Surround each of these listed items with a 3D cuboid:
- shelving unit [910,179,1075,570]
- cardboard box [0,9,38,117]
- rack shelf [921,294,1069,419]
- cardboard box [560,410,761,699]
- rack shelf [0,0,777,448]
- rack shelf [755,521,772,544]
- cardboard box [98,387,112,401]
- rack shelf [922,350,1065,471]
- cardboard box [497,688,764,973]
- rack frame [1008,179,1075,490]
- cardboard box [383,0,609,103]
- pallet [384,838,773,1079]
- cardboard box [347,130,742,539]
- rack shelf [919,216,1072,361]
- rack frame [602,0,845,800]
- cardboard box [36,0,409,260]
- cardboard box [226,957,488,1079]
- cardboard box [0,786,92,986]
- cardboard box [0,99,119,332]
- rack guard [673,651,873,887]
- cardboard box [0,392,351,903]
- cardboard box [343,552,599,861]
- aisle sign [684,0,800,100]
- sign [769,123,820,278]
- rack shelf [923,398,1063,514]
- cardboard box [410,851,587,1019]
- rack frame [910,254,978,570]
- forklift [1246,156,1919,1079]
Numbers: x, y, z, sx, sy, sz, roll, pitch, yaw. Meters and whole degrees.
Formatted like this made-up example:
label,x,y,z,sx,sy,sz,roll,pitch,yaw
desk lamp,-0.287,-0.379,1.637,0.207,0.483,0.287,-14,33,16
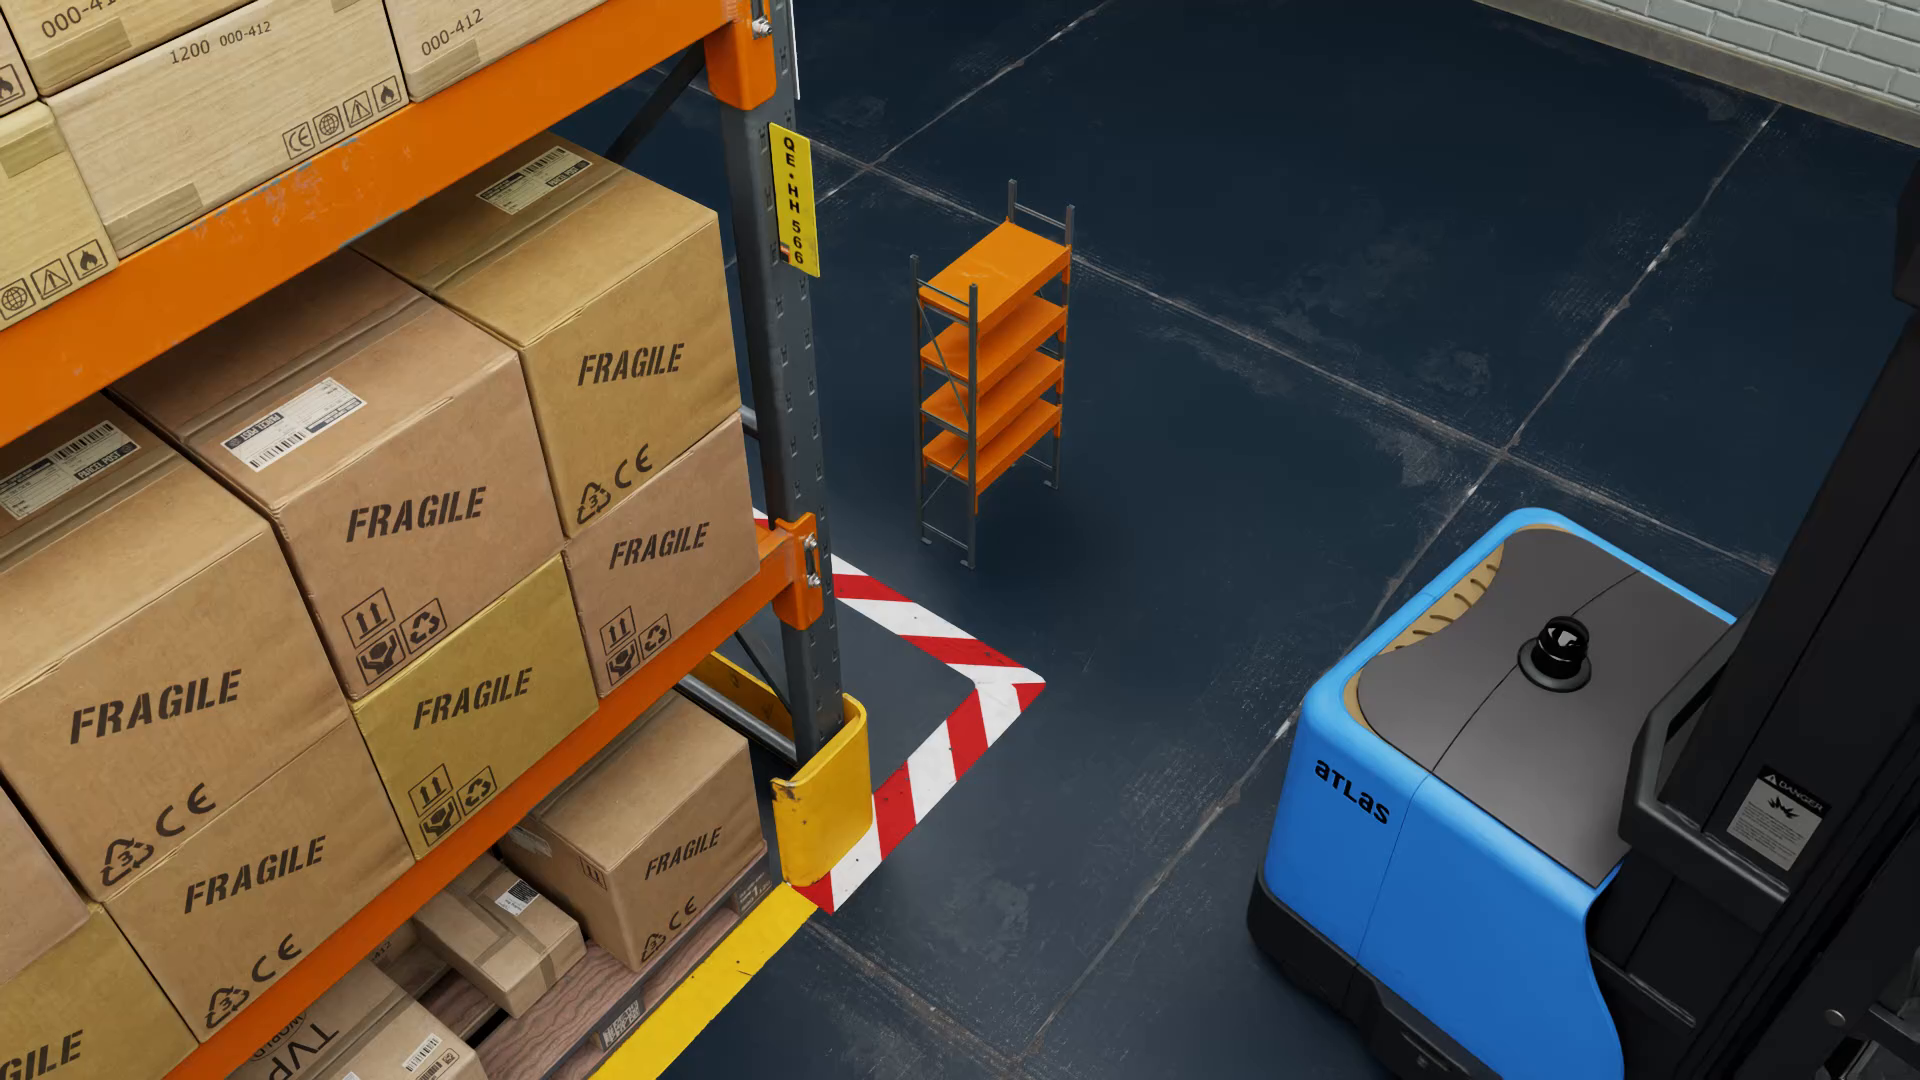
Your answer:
label,x,y,z,sx,sy,sz,roll,pitch,yaw
shelving unit,0.101,-0.509,5.407,0.258,1.200,0.503,29,53,25
cardboard box,-1.480,-0.596,1.929,0.500,0.250,0.500,29,53,25
rack shelf,0.101,-0.617,5.294,0.258,0.148,0.480,29,53,25
cardboard box,-0.812,-0.075,3.678,0.500,0.500,0.500,31,54,26
rack shelf,-1.976,-0.060,2.156,1.077,0.370,4.000,29,53,25
rack shelf,-1.976,0.909,3.170,0.919,0.124,3.809,29,53,25
cardboard box,-1.547,-0.357,3.256,0.500,0.500,0.500,30,53,25
rack shelf,0.101,-0.463,5.455,0.258,0.148,0.480,29,53,25
cardboard box,-0.891,0.715,4.417,0.500,0.500,0.500,29,53,25
rack frame,0.250,-0.649,5.540,0.240,1.200,0.015,29,53,25
cardboard box,-0.859,-0.991,2.651,0.500,0.250,0.500,29,53,25
pallet,-1.287,1.047,4.604,1.003,0.211,1.213,29,53,25
cardboard box,-0.808,-0.420,3.317,0.500,0.500,0.500,29,53,25
rack shelf,0.101,-0.781,5.122,0.258,0.148,0.480,29,53,25
rack frame,-0.754,-0.417,4.074,1.000,3.000,0.127,29,53,25
cardboard box,-1.173,-0.709,2.382,0.500,0.250,0.500,29,53,25
cardboard box,-1.496,1.331,4.001,0.500,0.250,0.500,29,53,25
cardboard box,-1.744,0.462,2.474,0.500,0.500,0.500,31,54,26
cardboard box,-1.469,-0.417,2.104,0.500,0.250,0.500,29,53,25
rack guard,-0.800,0.490,4.936,1.175,0.500,0.348,29,53,25
cardboard box,-1.430,0.168,2.755,0.500,0.500,0.500,31,54,26
cardboard box,-1.127,0.224,3.393,0.500,0.500,0.500,30,53,25
aisle sign,-0.470,-1.218,3.042,0.394,0.787,0.004,29,53,25
sign,-0.327,-0.669,3.295,0.100,0.325,0.005,29,53,25
rack shelf,0.101,-0.326,5.599,0.258,0.148,0.480,29,53,25
cardboard box,-1.210,1.022,4.354,0.380,0.166,0.250,29,53,25
rack frame,-0.048,-0.370,5.273,0.240,1.200,0.015,29,53,25
forklift,2.181,0.628,3.123,1.130,2.935,3.031,-35,55,-29
